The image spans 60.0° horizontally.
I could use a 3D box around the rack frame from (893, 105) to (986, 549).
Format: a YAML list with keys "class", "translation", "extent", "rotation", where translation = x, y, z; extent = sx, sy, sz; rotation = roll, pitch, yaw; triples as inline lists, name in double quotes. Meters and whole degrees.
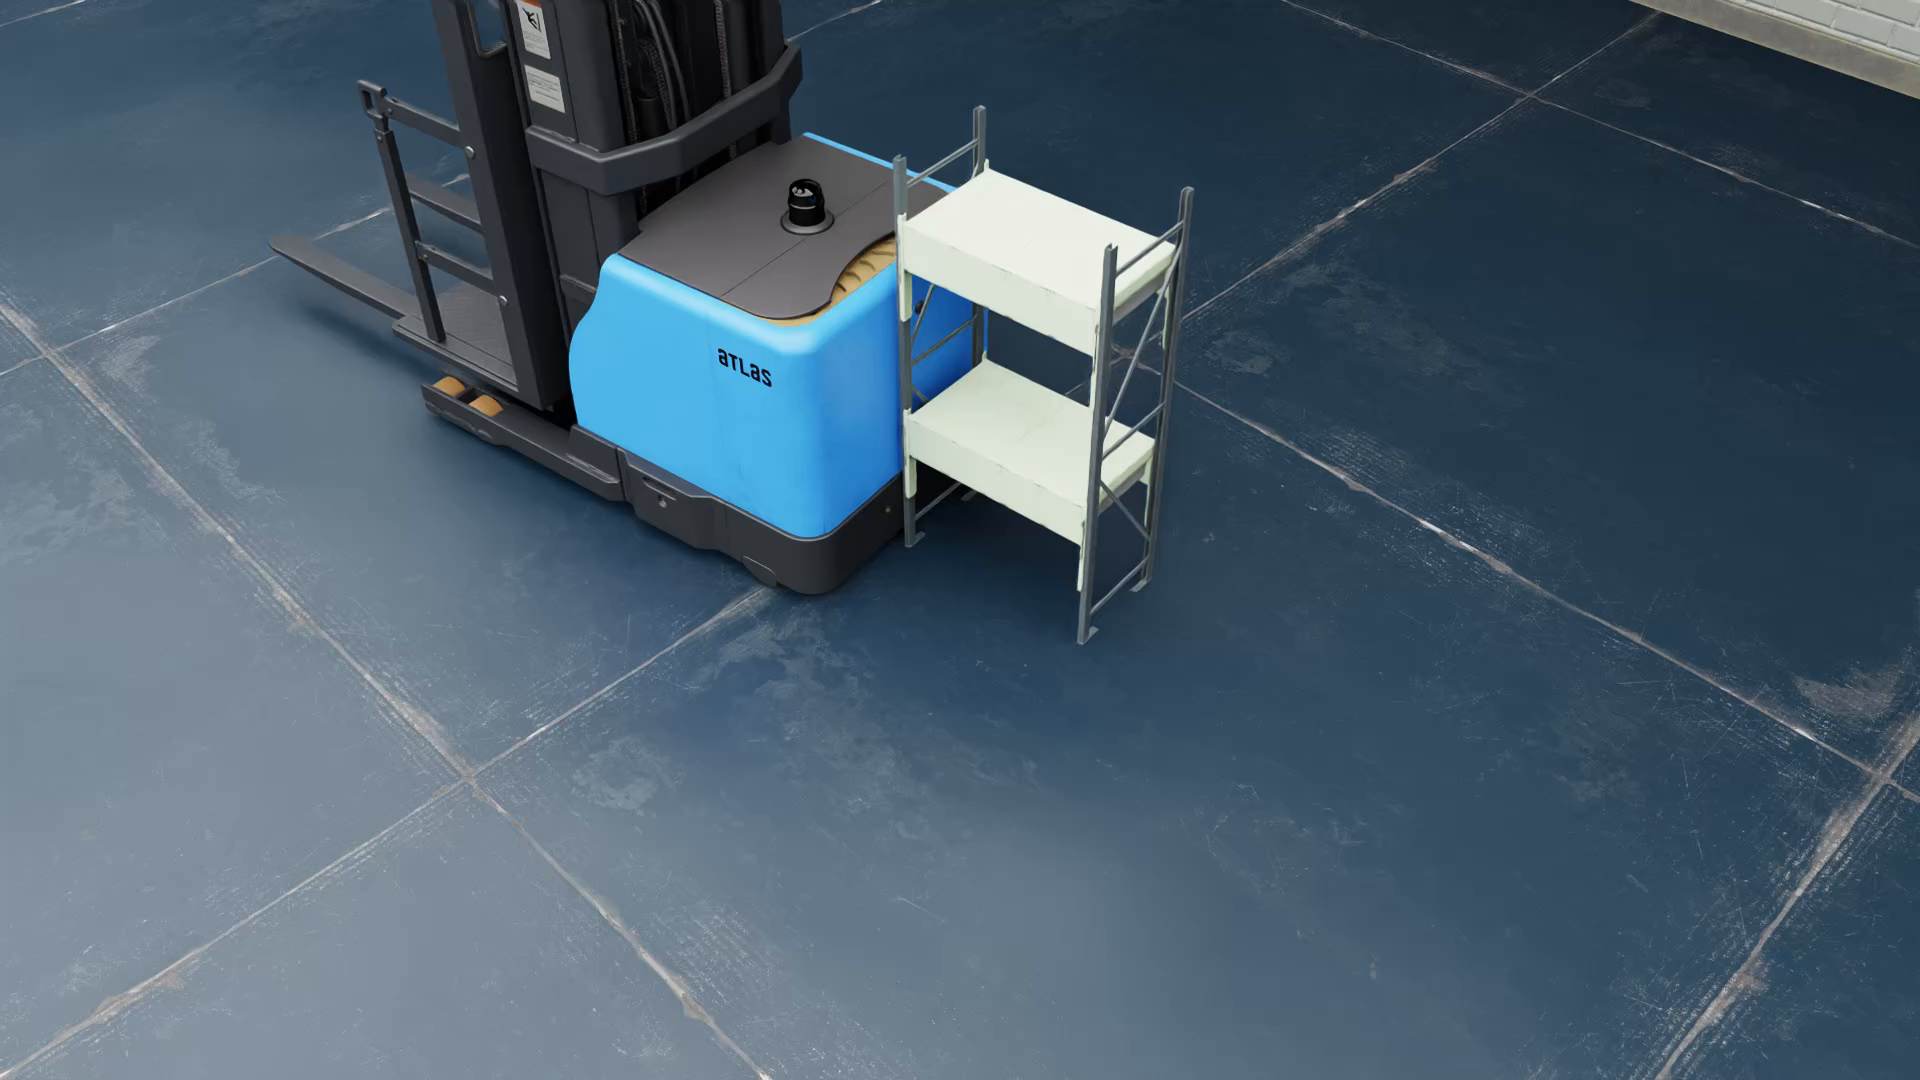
- class: "rack frame"
  translation: [-0.057, -0.630, 5.327]
  extent: [0.023, 1.500, 0.400]
  rotation: [29, 50, 27]

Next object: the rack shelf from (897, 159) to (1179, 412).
- class: "rack shelf"
  translation: [0.228, -0.761, 4.893]
  extent: [0.720, 0.370, 0.431]
  rotation: [29, 50, 27]

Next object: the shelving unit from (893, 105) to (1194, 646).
- class: "shelving unit"
  translation: [0.228, -0.474, 5.158]
  extent: [0.755, 1.500, 0.431]
  rotation: [29, 50, 27]

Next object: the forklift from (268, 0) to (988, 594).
- class: "forklift"
  translation: [-1.382, -1.706, 5.436]
  extent: [3.031, 2.935, 1.130]
  rotation: [26, 49, 25]

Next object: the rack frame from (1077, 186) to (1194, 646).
- class: "rack frame"
  translation: [0.513, -0.318, 4.989]
  extent: [0.023, 1.500, 0.400]
  rotation: [29, 50, 27]

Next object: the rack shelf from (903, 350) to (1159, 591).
- class: "rack shelf"
  translation: [0.228, -0.235, 5.379]
  extent: [0.720, 0.370, 0.431]
  rotation: [29, 50, 27]
